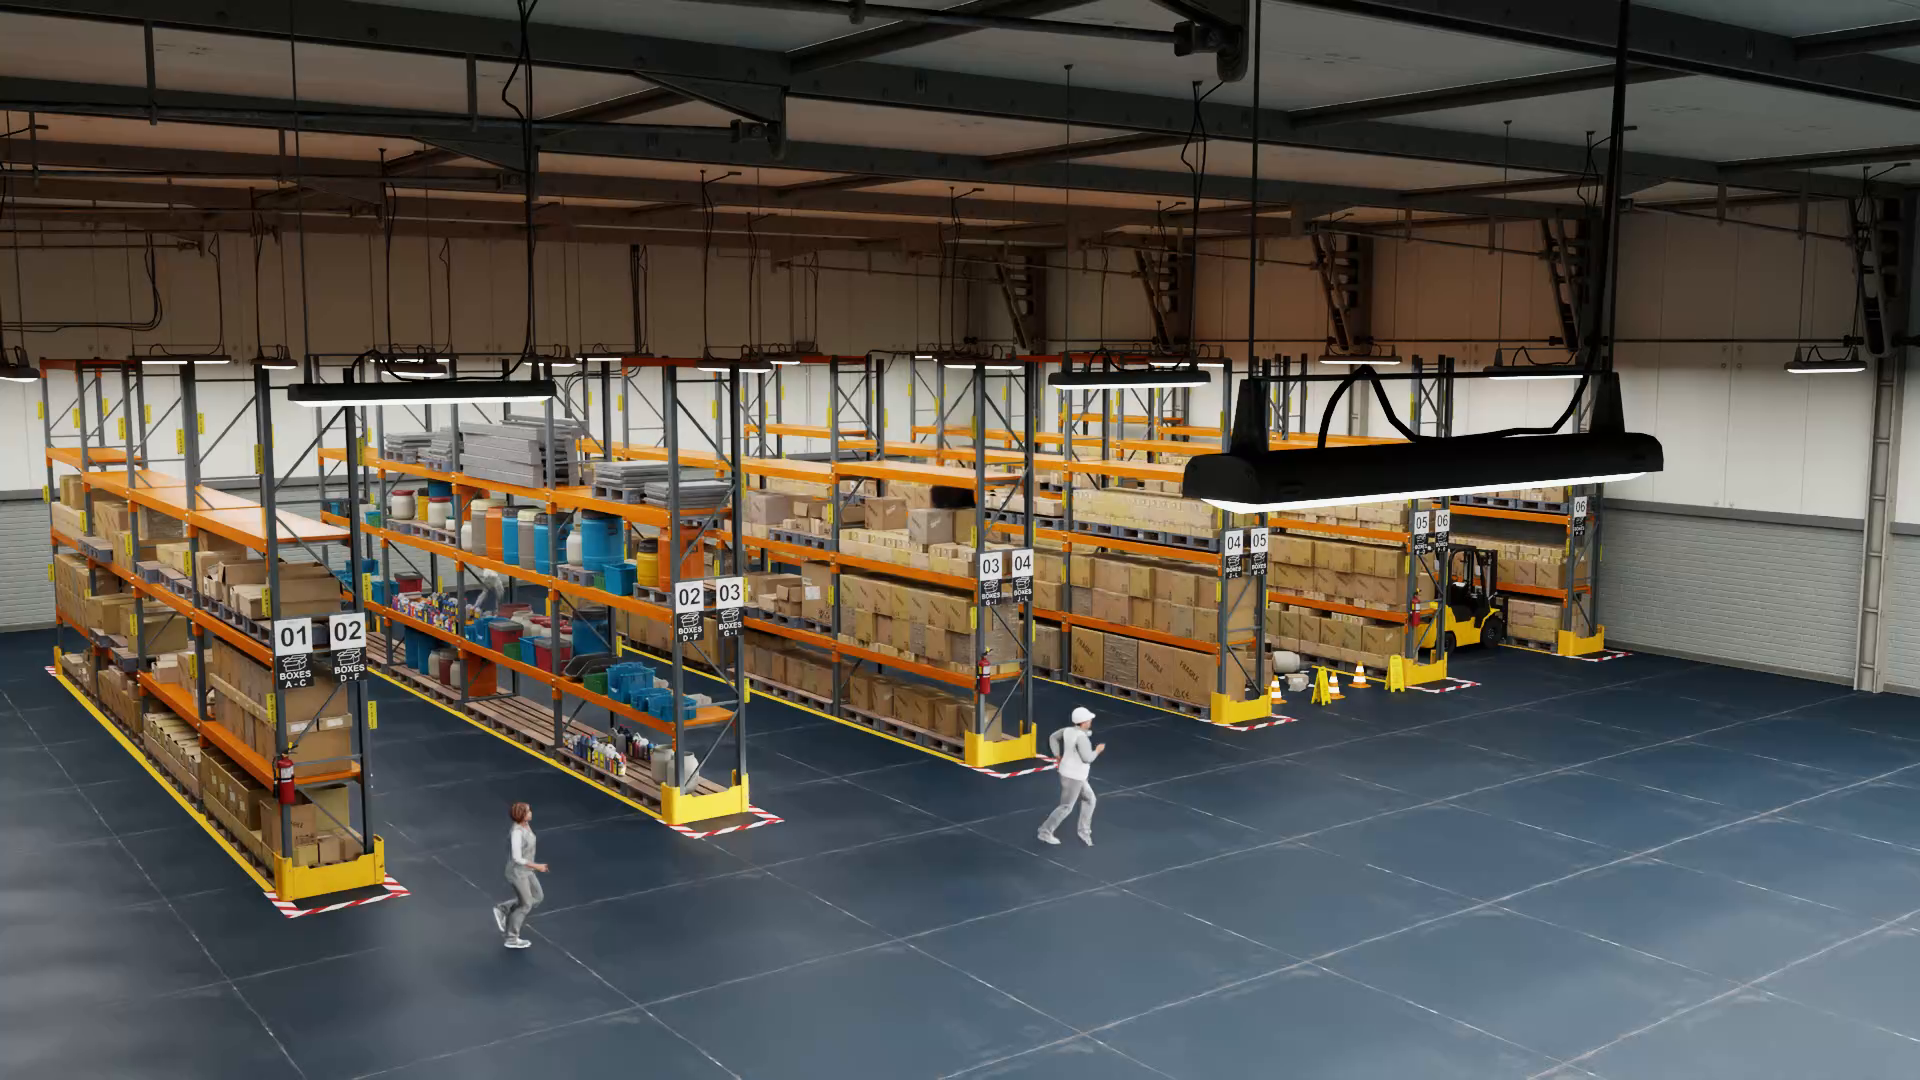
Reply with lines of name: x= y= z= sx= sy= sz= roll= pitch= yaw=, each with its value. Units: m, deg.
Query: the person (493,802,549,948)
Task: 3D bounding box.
person: x=-4.584 y=3.494 z=17.378 sx=0.605 sy=1.538 sz=0.575 roll=-1 pitch=7 yaw=-5

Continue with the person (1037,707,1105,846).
person: x=1.383 y=2.992 z=20.719 sx=0.857 sy=1.843 sz=0.637 roll=-1 pitch=7 yaw=-8

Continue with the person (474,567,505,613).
person: x=-10.773 y=0.864 z=38.154 sx=0.800 sy=1.843 sz=0.671 roll=-3 pitch=7 yaw=-24

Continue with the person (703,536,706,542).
person: x=-6.248 y=0.683 z=39.997 sx=0.668 sy=1.710 sz=0.558 roll=1 pitch=7 yaw=11
